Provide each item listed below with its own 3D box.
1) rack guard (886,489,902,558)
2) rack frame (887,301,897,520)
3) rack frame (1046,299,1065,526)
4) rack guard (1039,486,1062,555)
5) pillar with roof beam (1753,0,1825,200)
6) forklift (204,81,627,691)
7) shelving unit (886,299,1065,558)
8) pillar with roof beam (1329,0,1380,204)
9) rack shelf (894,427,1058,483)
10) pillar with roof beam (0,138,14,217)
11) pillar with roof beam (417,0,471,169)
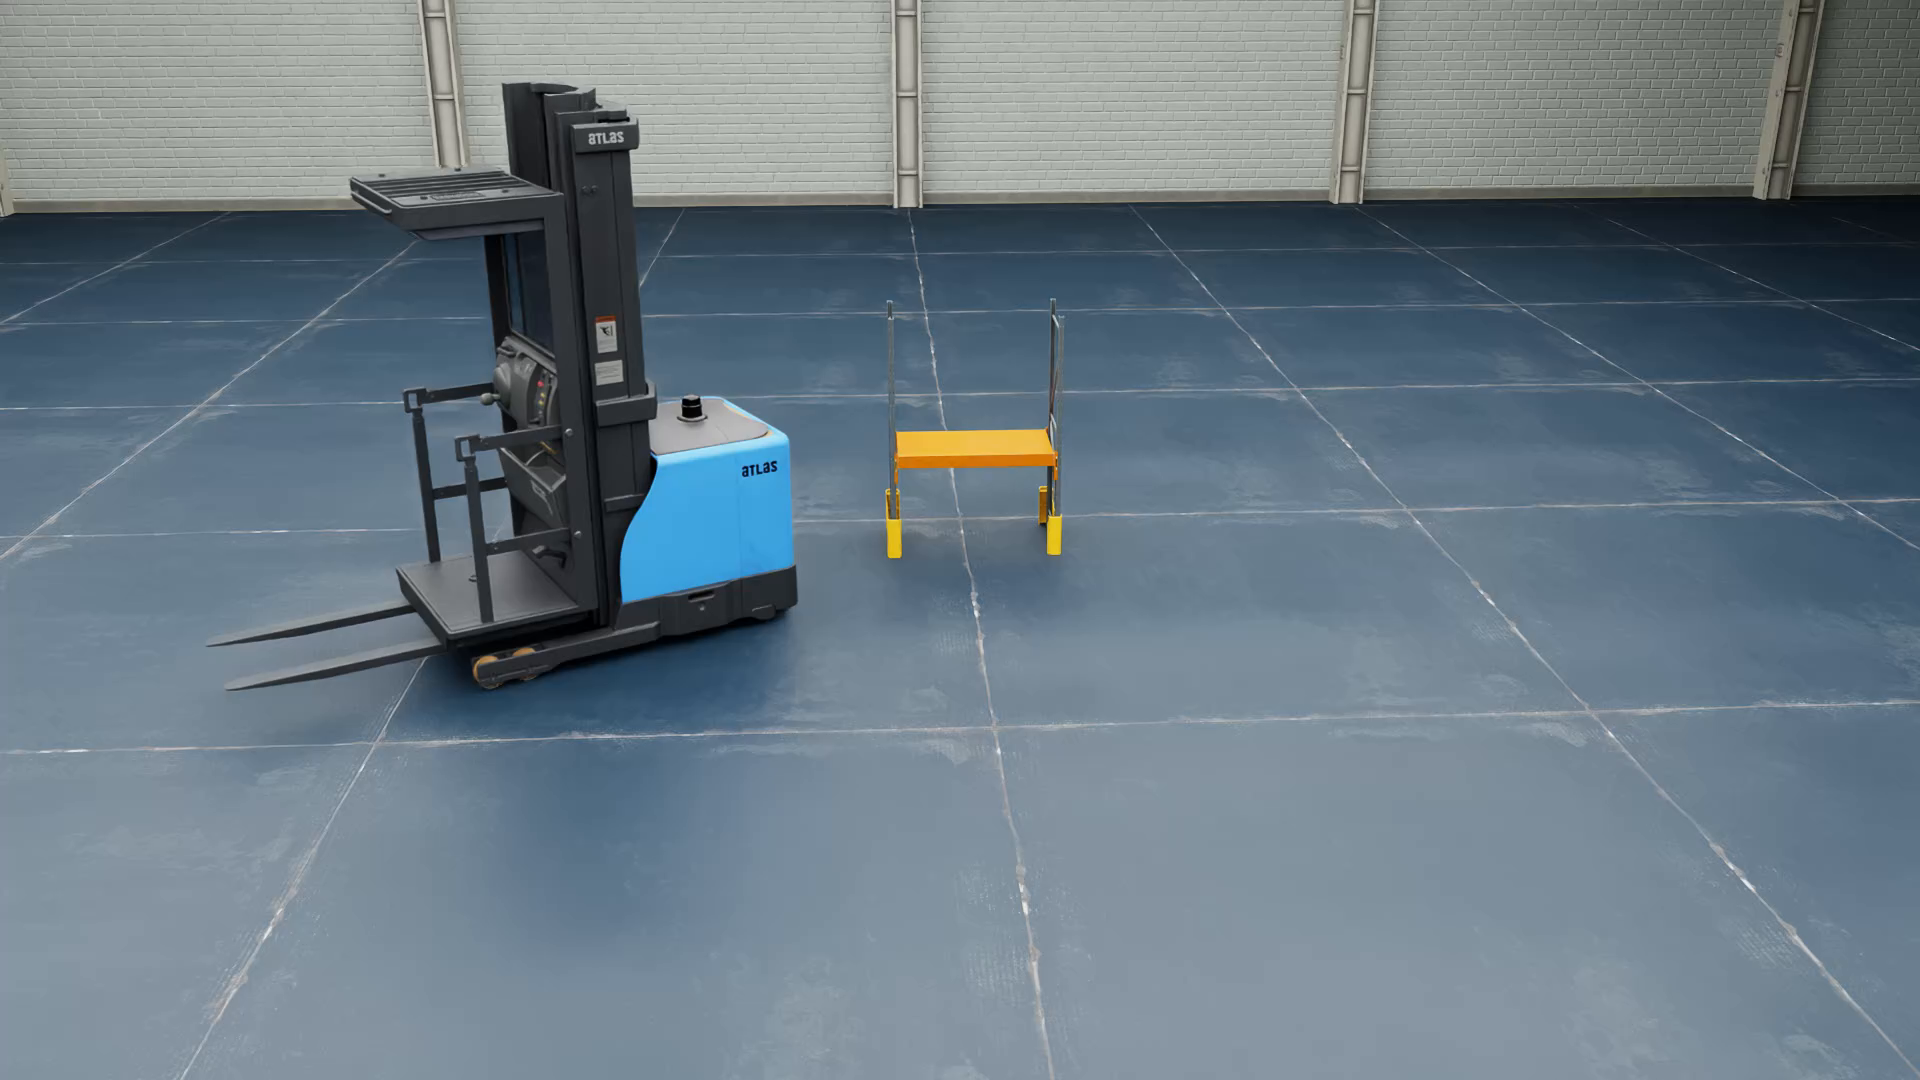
[{"bbox_3d":[-0.421,-0.108,10.554,0.087,0.250,0.587,-1,21,-3],"label":"rack guard"},{"bbox_3d":[-0.422,-0.692,10.332,0.032,1.500,0.500,-1,21,-3],"label":"rack frame"},{"bbox_3d":[0.593,-0.713,10.386,0.032,1.500,0.500,-1,21,-3],"label":"rack frame"},{"bbox_3d":[0.573,-0.128,10.607,0.087,0.250,0.587,-1,21,-3],"label":"rack guard"},{"bbox_3d":[11.523,-7.438,17.511,0.400,9.000,9.100,-1,21,-3],"label":"pillar with roof beam"},{"bbox_3d":[-2.454,-0.816,8.646,3.031,2.935,1.121,-12,24,-29],"label":"forklift"},{"bbox_3d":[0.076,-0.702,10.358,1.083,1.500,0.587,-1,21,-3],"label":"shelving unit"},{"bbox_3d":[5.533,-7.317,17.191,0.400,9.000,9.100,-1,21,-3],"label":"pillar with roof beam"},{"bbox_3d":[0.085,-0.535,10.423,1.000,0.185,0.538,-1,21,-3],"label":"rack shelf"},{"bbox_3d":[-12.438,-6.951,16.231,0.400,9.000,9.100,-1,21,-3],"label":"pillar with roof beam"},{"bbox_3d":[-6.448,-7.073,16.551,0.400,9.000,9.100,-1,21,-3],"label":"pillar with roof beam"}]
